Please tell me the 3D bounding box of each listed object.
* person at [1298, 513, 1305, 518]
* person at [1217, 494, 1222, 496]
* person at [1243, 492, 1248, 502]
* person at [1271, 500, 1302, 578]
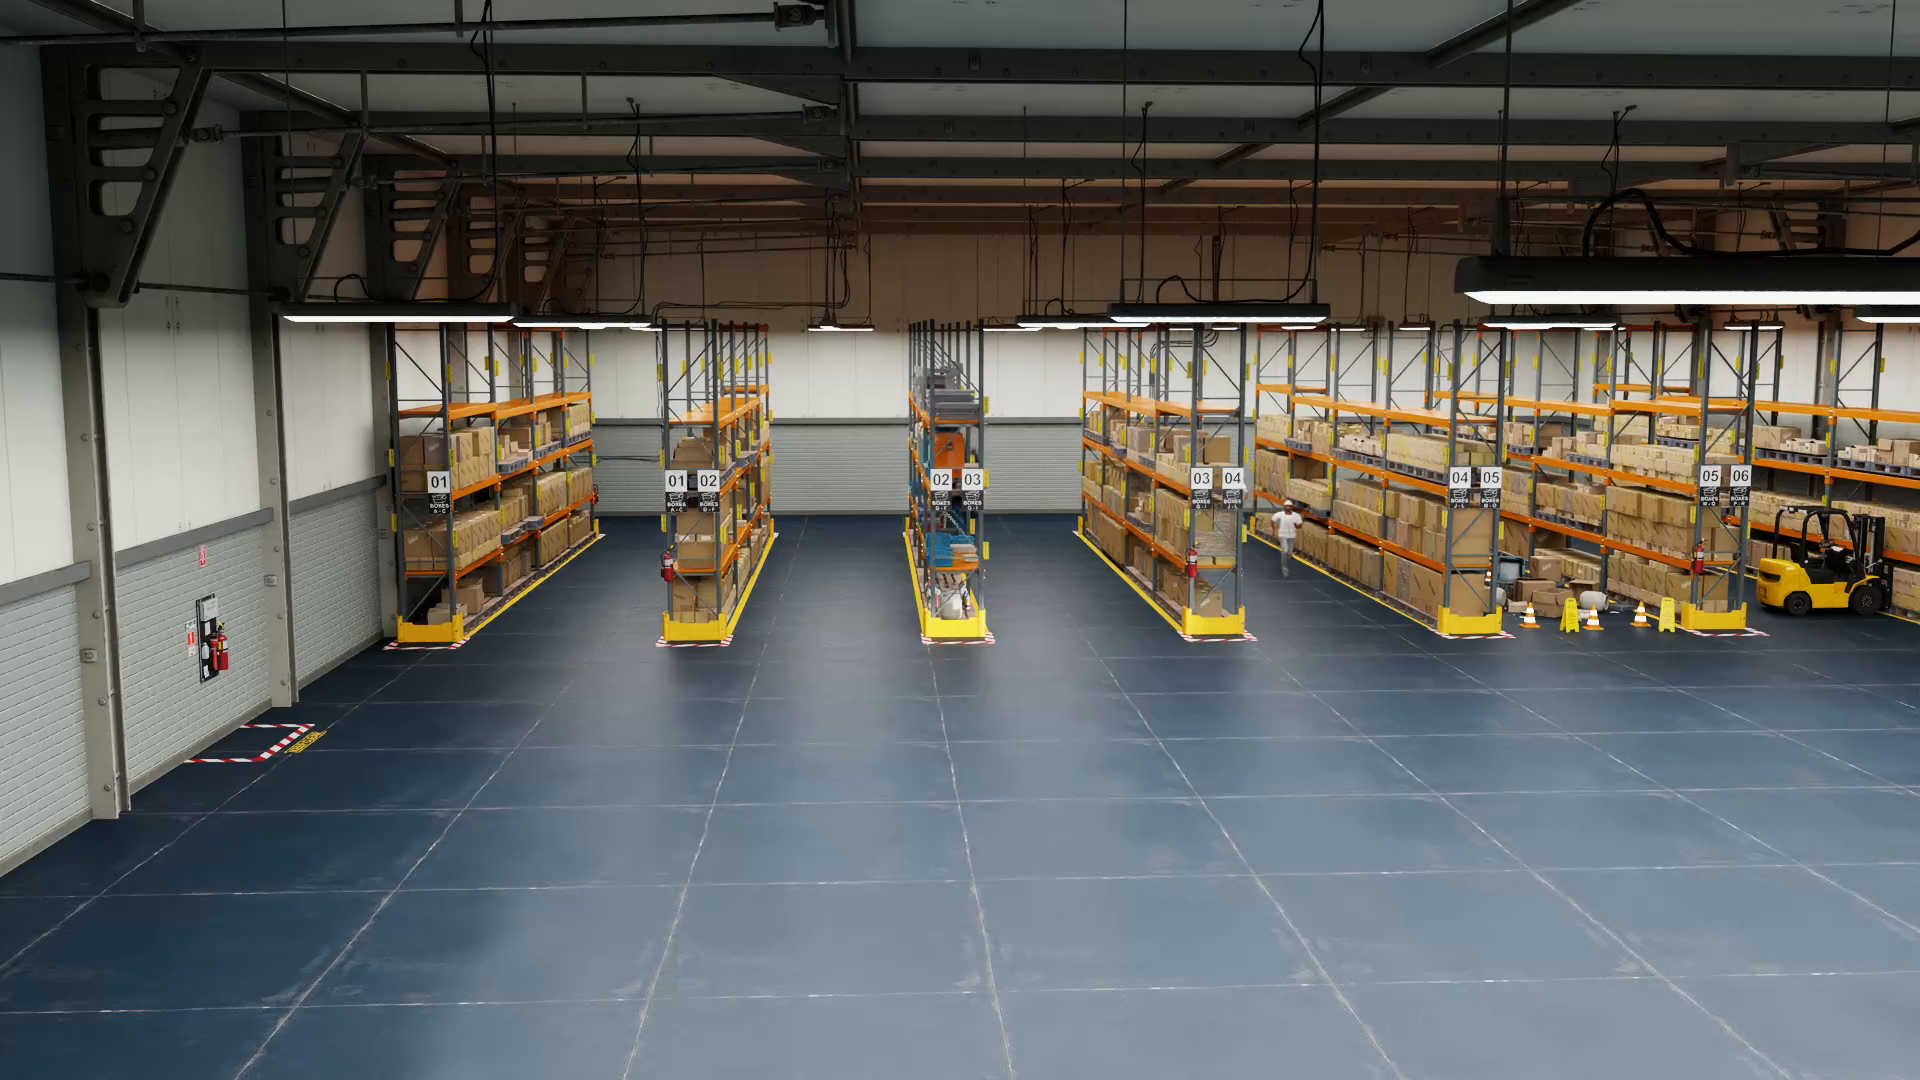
[{"bbox_3d":[10.124,-1.087,48.558,0.620,1.689,0.652,-4,8,-29],"label":"person"},{"bbox_3d":[7.097,-0.961,47.980,0.978,1.534,0.785,4,8,28],"label":"person"},{"bbox_3d":[8.074,-1.085,48.664,0.817,1.619,0.613,-5,8,-33],"label":"person"},{"bbox_3d":[7.785,-0.046,39.567,0.677,1.821,0.820,-1,7,-7],"label":"person"}]
